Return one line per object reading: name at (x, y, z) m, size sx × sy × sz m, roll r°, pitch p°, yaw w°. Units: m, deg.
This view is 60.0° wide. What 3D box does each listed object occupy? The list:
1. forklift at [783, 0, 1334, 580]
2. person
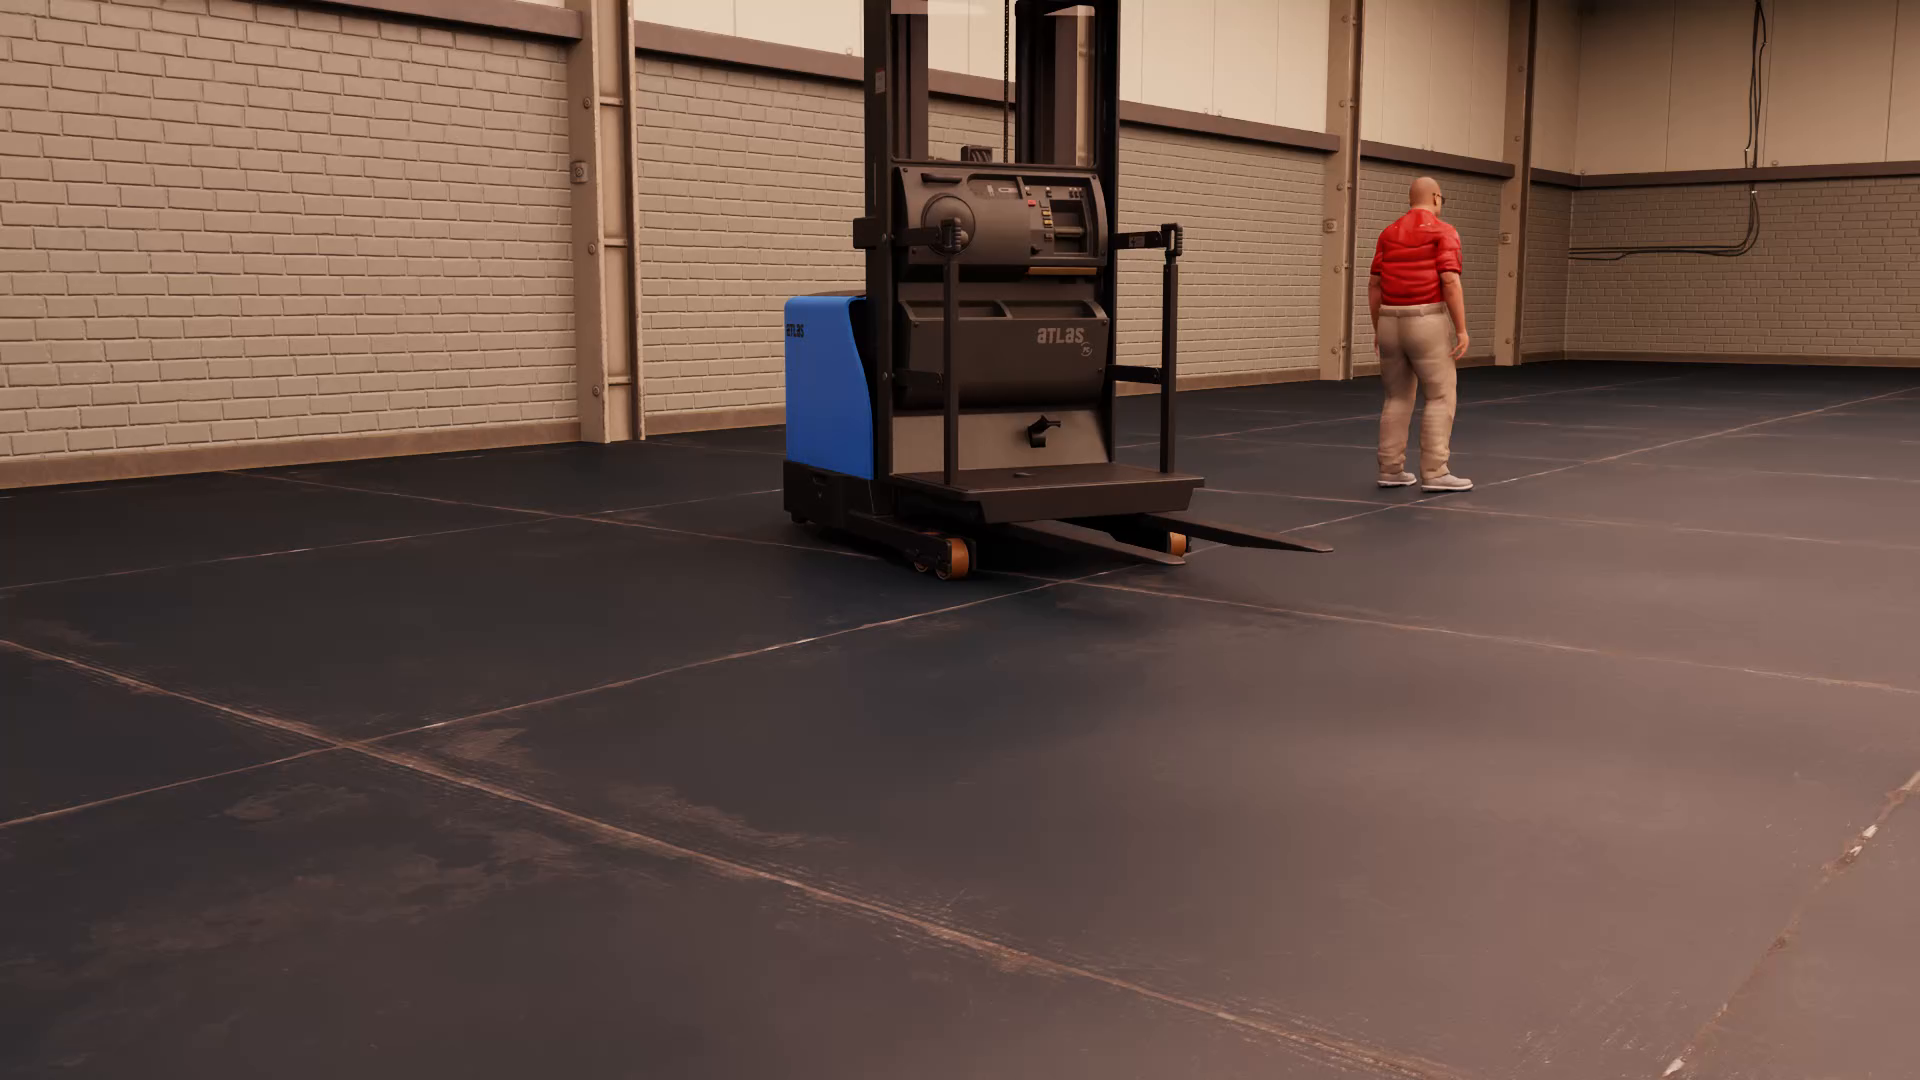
forklift at (0.284, -1.370, 6.643) m, size 1.130 × 2.935 × 3.031 m, roll -4°, pitch 9°, yaw -27°
person at (2.561, -1.151, 9.294) m, size 0.391 × 1.728 × 0.606 m, roll -7°, pitch 11°, yaw -39°
